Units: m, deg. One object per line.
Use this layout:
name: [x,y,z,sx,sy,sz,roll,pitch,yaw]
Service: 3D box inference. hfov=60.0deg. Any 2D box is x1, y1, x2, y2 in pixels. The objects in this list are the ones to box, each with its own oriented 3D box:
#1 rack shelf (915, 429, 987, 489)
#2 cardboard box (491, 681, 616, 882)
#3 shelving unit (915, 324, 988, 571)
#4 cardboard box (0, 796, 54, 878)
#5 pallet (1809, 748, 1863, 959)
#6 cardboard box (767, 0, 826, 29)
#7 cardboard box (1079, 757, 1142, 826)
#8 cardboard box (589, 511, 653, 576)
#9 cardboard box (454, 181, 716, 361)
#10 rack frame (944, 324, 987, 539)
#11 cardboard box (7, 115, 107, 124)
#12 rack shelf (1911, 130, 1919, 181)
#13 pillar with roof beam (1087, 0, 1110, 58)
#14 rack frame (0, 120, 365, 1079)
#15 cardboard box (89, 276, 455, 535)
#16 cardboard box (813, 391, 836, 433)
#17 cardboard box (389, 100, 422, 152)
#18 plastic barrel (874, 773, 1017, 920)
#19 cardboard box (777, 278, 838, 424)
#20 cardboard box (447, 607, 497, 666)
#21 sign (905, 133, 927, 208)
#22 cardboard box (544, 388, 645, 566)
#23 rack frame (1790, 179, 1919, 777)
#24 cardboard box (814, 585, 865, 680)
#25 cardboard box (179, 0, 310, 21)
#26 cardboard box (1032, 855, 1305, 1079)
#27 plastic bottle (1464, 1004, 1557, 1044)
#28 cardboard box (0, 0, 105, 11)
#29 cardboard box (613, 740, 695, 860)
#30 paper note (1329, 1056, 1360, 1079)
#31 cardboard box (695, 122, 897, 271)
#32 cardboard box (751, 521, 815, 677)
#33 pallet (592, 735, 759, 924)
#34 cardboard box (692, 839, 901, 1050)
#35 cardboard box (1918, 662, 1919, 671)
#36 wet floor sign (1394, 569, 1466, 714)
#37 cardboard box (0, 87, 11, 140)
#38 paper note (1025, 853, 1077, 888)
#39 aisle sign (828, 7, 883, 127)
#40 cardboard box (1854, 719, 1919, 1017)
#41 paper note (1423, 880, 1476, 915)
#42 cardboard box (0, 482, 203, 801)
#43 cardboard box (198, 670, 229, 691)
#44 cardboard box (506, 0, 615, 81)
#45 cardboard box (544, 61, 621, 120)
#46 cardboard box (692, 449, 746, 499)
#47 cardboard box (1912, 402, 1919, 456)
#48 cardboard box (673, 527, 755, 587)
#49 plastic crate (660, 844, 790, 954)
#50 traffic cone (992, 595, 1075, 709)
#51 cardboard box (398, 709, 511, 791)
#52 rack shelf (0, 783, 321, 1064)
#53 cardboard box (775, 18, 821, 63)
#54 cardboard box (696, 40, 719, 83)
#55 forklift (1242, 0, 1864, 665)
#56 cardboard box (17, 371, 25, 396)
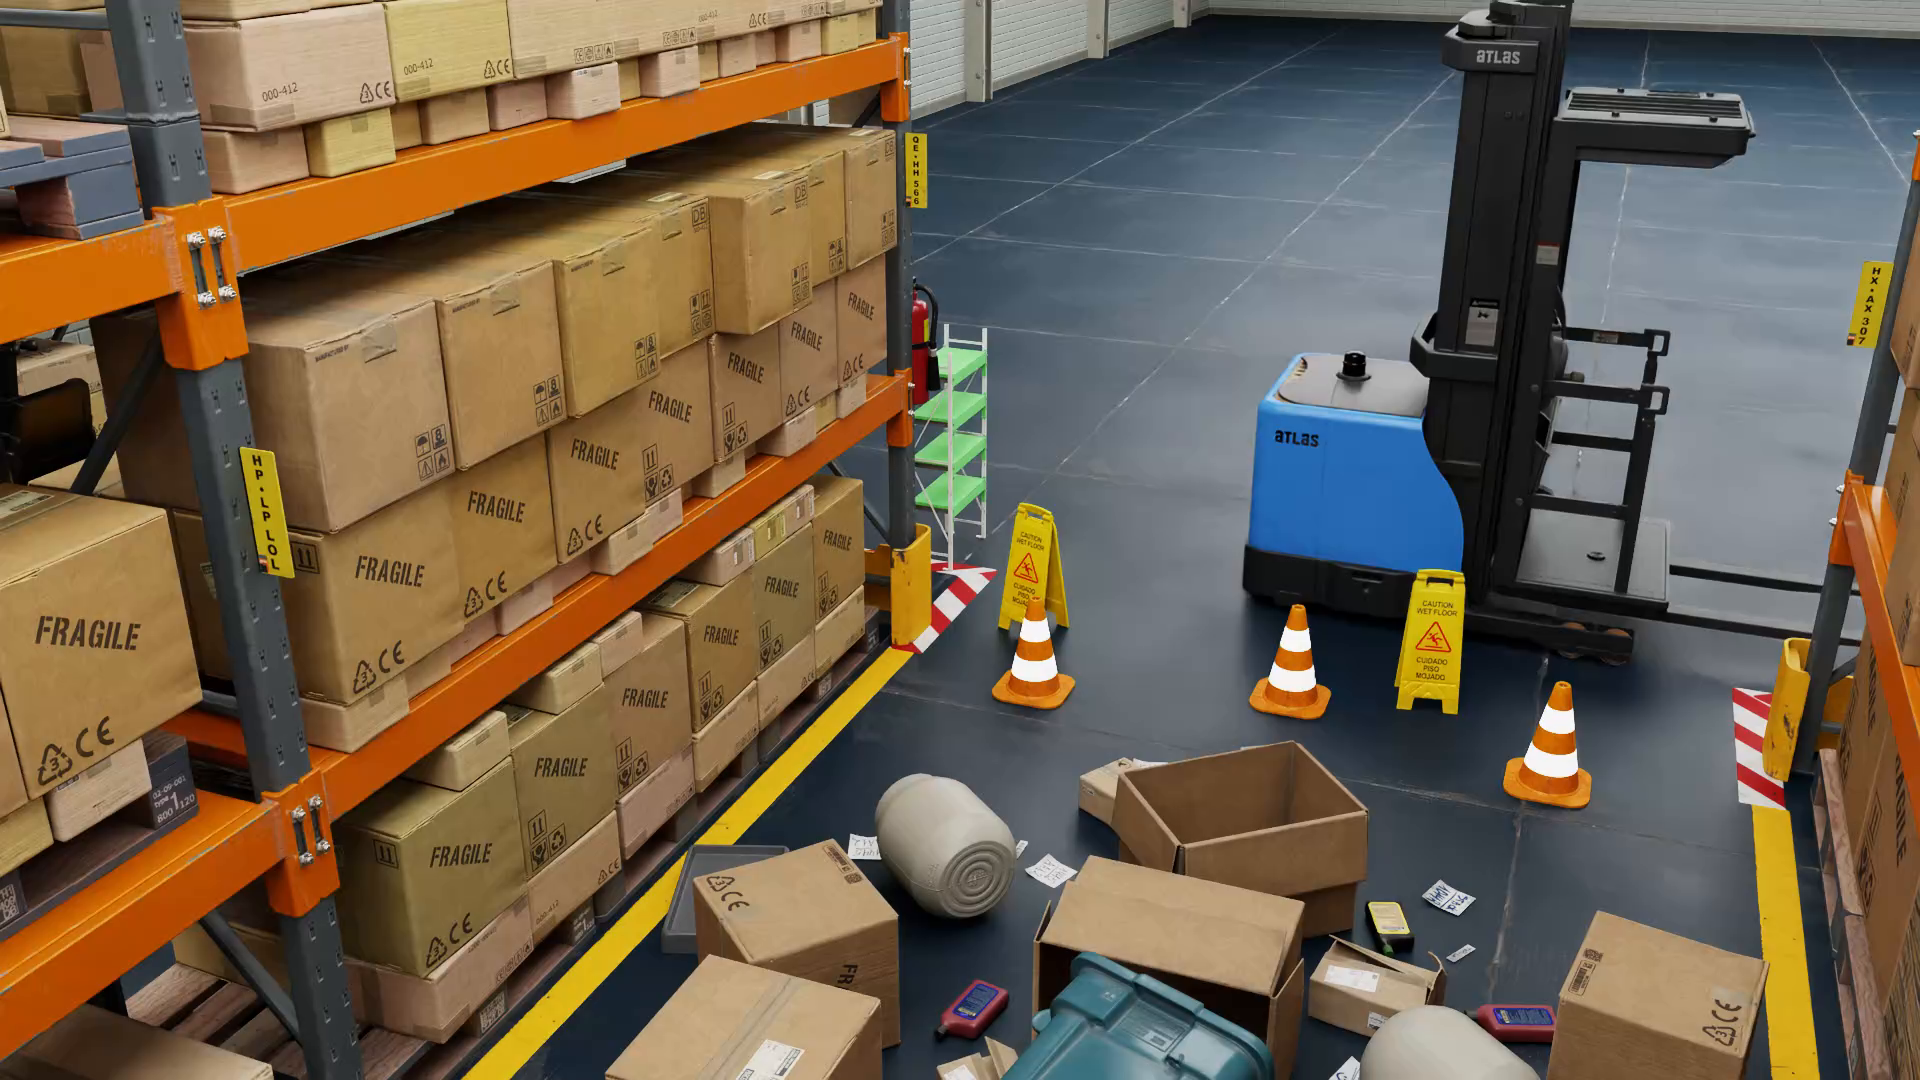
rack shelf: [-0.061,-0.436,8.902,0.258,0.148,0.480,9,24,20]
cardboard box: [-1.529,0.755,5.600,0.500,0.500,0.500,10,25,22]
shelving unit: [-0.061,-0.494,8.877,0.258,1.200,0.503,9,24,20]
cardboard box: [-2.236,0.630,3.632,0.380,0.149,0.250,8,24,18]
pallet: [3.708,1.217,6.062,1.003,0.211,1.213,9,24,20]
cardboard box: [-0.841,-2.092,6.283,0.500,0.250,0.500,8,24,19]
cardboard box: [0.688,1.034,6.581,0.250,0.149,0.380,-17,28,-35]
cardboard box: [-1.288,-0.015,5.721,0.380,0.149,0.250,9,24,20]
cardboard box: [-1.291,-0.934,5.782,0.700,0.500,0.500,9,24,20]
rack frame: [0.029,-0.582,9.086,0.240,1.200,0.015,9,24,20]
cardboard box: [-2.353,-1.033,4.265,0.380,0.149,0.250,9,24,20]
rack shelf: [3.190,-0.703,4.083,1.077,0.370,4.000,9,24,20]
pillar with roof beam: [6.506,-12.369,27.186,9.100,9.000,0.400,9,24,20]
rack frame: [-2.186,0.392,4.420,1.000,3.000,0.127,9,24,20]
cardboard box: [-1.822,-0.379,4.453,0.700,0.500,0.500,9,24,20]
cardboard box: [-0.747,-0.564,7.034,0.380,0.149,0.250,8,24,19]
cardboard box: [-1.704,-1.143,4.528,0.380,0.149,0.250,9,24,20]
plastic barrel: [-0.062,1.105,6.055,0.421,0.421,0.512,-12,25,-26]
cardboard box: [-0.837,-0.811,6.783,0.500,0.500,0.500,9,24,20]
cardboard box: [-1.656,0.244,5.100,0.380,0.149,0.250,9,24,20]
sign: [-0.193,-1.633,7.355,0.100,0.325,0.005,9,24,20]
cardboard box: [-1.401,-0.270,5.488,0.500,0.500,0.500,9,24,20]
rack frame: [3.933,-0.367,6.236,1.000,3.000,0.127,9,24,20]
cardboard box: [-0.760,0.372,7.490,0.500,0.250,0.500,9,24,20]
cardboard box: [-1.766,-1.310,3.894,0.380,0.149,0.250,8,24,19]
cardboard box: [0.658,1.377,5.125,0.797,0.637,0.503,9,24,20]
plastic bottle: [1.794,1.572,5.406,0.283,0.061,0.133,1,23,2]
cardboard box: [-2.271,-1.389,4.082,0.380,0.149,0.250,9,24,21]
cardboard box: [-1.334,0.912,6.198,0.500,0.250,0.500,8,24,19]
paper note: [1.252,1.690,5.174,0.172,0.023,0.155,19,29,38]
cardboard box: [-0.688,-1.470,7.065,0.700,0.500,0.500,8,24,19]
cardboard box: [-0.947,0.201,6.927,0.500,0.500,0.500,10,25,22]
pallet: [-1.518,0.995,6.593,1.003,0.211,1.213,9,24,20]
cardboard box: [-0.525,1.356,5.352,0.500,0.500,0.500,-12,25,-26]
cardboard box: [3.170,0.281,4.490,0.875,0.550,0.500,9,24,20]
wet floor sign: [2.105,0.426,7.394,0.267,0.644,0.232,5,23,11]
cardboard box: [-2.269,-0.887,3.239,0.500,0.250,0.500,8,24,19]
paper note: [0.342,1.242,6.253,0.148,0.019,0.142,19,29,38]
aisle sign: [-0.408,-2.220,7.299,0.394,0.787,0.004,9,24,20]
cardboard box: [3.417,0.987,5.207,0.875,0.875,0.875,8,24,19]
paper note: [1.789,1.307,6.083,0.144,0.017,0.142,19,29,38]
cardboard box: [-2.145,0.213,3.788,0.500,0.500,0.500,8,24,19]
cardboard box: [-2.350,0.349,4.848,0.380,0.149,0.250,9,24,20]
cardboard box: [-1.388,-1.542,4.966,0.500,0.250,0.500,9,24,21]
cardboard box: [-1.283,-1.401,5.147,0.380,0.149,0.250,8,24,19]
cardboard box: [-1.051,-0.291,6.381,0.380,0.149,0.250,9,24,20]
cardboard box: [3.306,-0.416,4.759,0.875,0.550,0.550,9,24,20]
cardboard box: [-1.026,0.039,6.473,0.380,0.149,0.250,10,25,22]
plastic crate: [-0.842,1.295,6.046,0.402,0.080,0.583,1,23,2]
traffic cone: [0.337,0.470,7.525,0.336,0.463,0.334,9,24,20]
cardboard box: [-1.615,0.613,5.099,0.380,0.149,0.250,9,24,21]
rack shelf: [-2.929,1.440,2.845,1.077,0.370,4.000,9,24,20]
cardboard box: [-0.766,-1.956,6.475,0.380,0.149,0.250,10,25,22]
cardboard box: [-1.075,-1.686,5.828,0.380,0.149,0.250,8,24,19]
forklift: [3.012,-0.995,7.830,3.031,2.935,1.130,9,24,20]
cardboard box: [-5.376,-0.742,8.860,0.500,0.250,0.500,9,24,21]
